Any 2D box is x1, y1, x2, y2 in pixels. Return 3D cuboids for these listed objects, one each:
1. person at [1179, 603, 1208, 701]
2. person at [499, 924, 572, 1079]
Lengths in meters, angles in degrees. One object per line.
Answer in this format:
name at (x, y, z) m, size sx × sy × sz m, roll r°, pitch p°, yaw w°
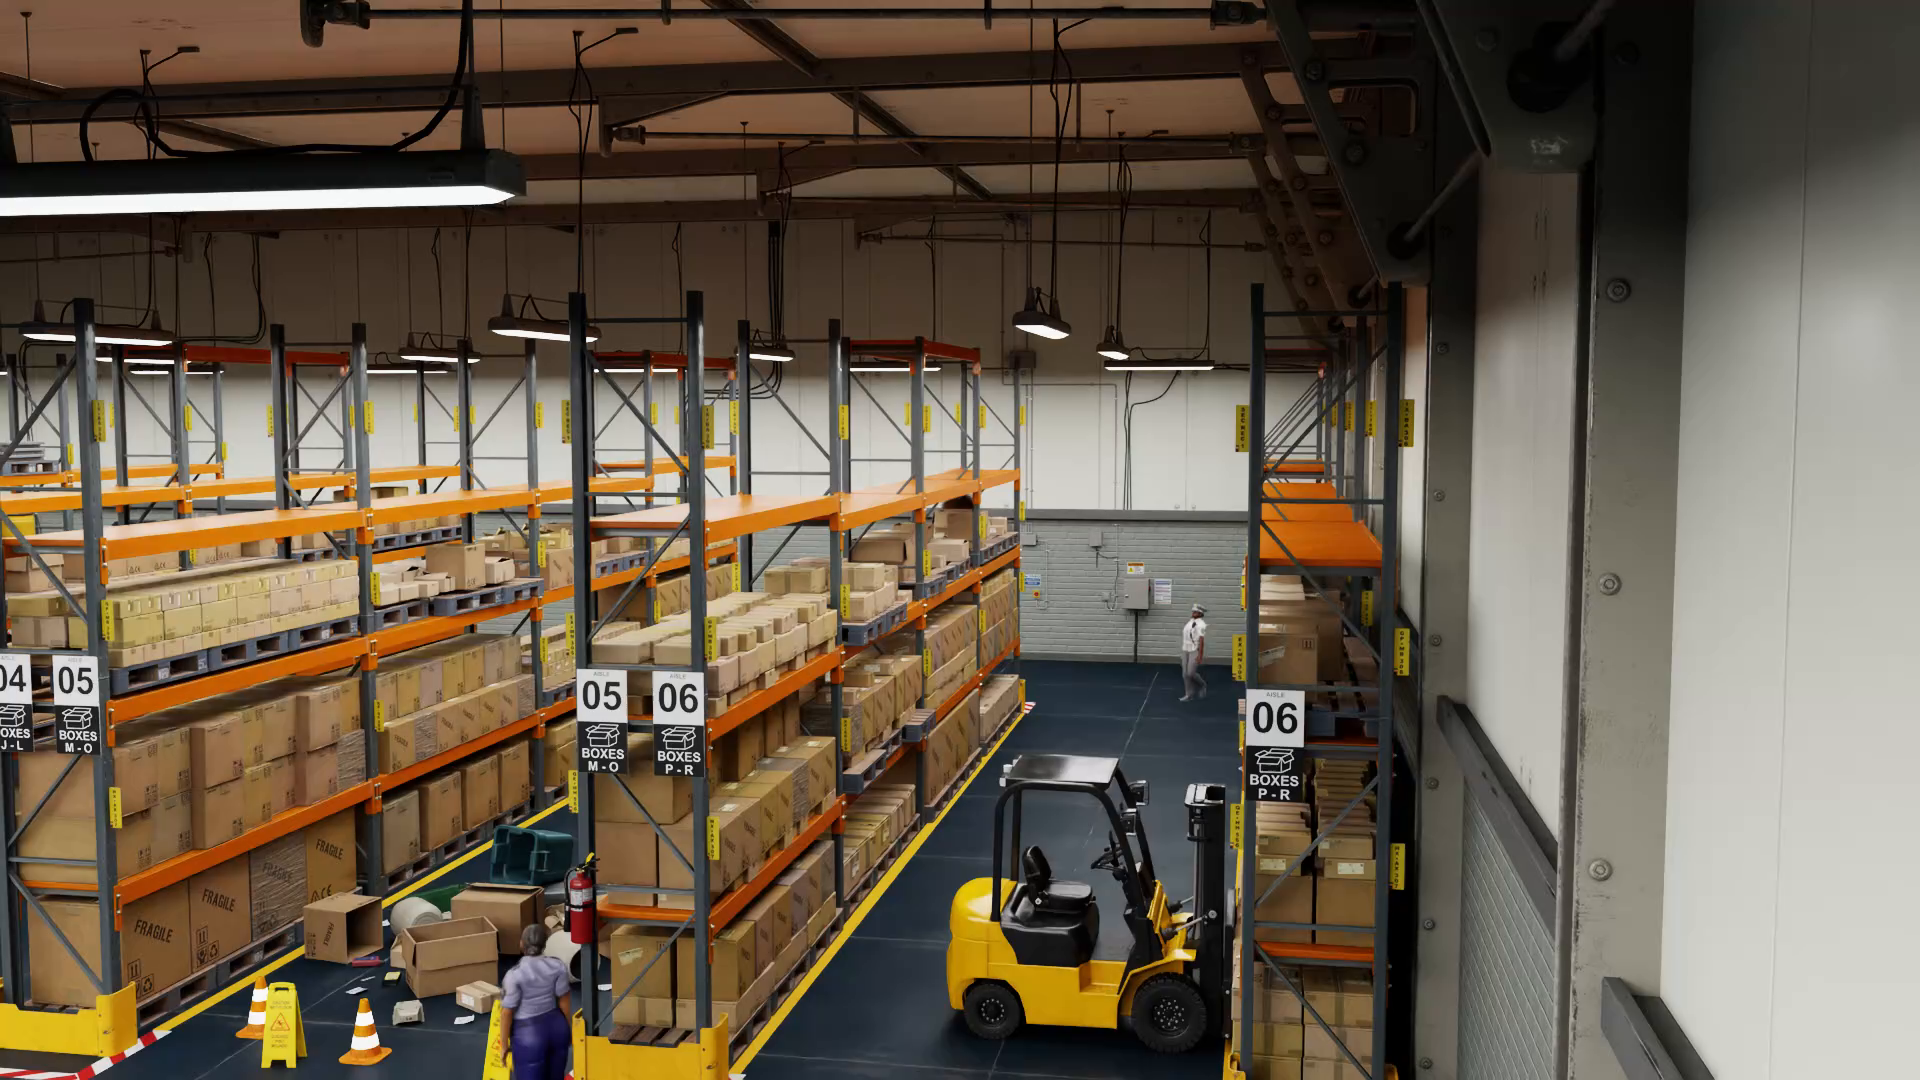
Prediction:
person at (3.957, 1.907, 28.133) m, size 0.462 × 1.676 × 0.498 m, roll -3°, pitch 6°, yaw -36°
person at (-2.892, 3.447, 11.414) m, size 0.370 × 1.659 × 0.562 m, roll 3°, pitch 5°, yaw 31°
